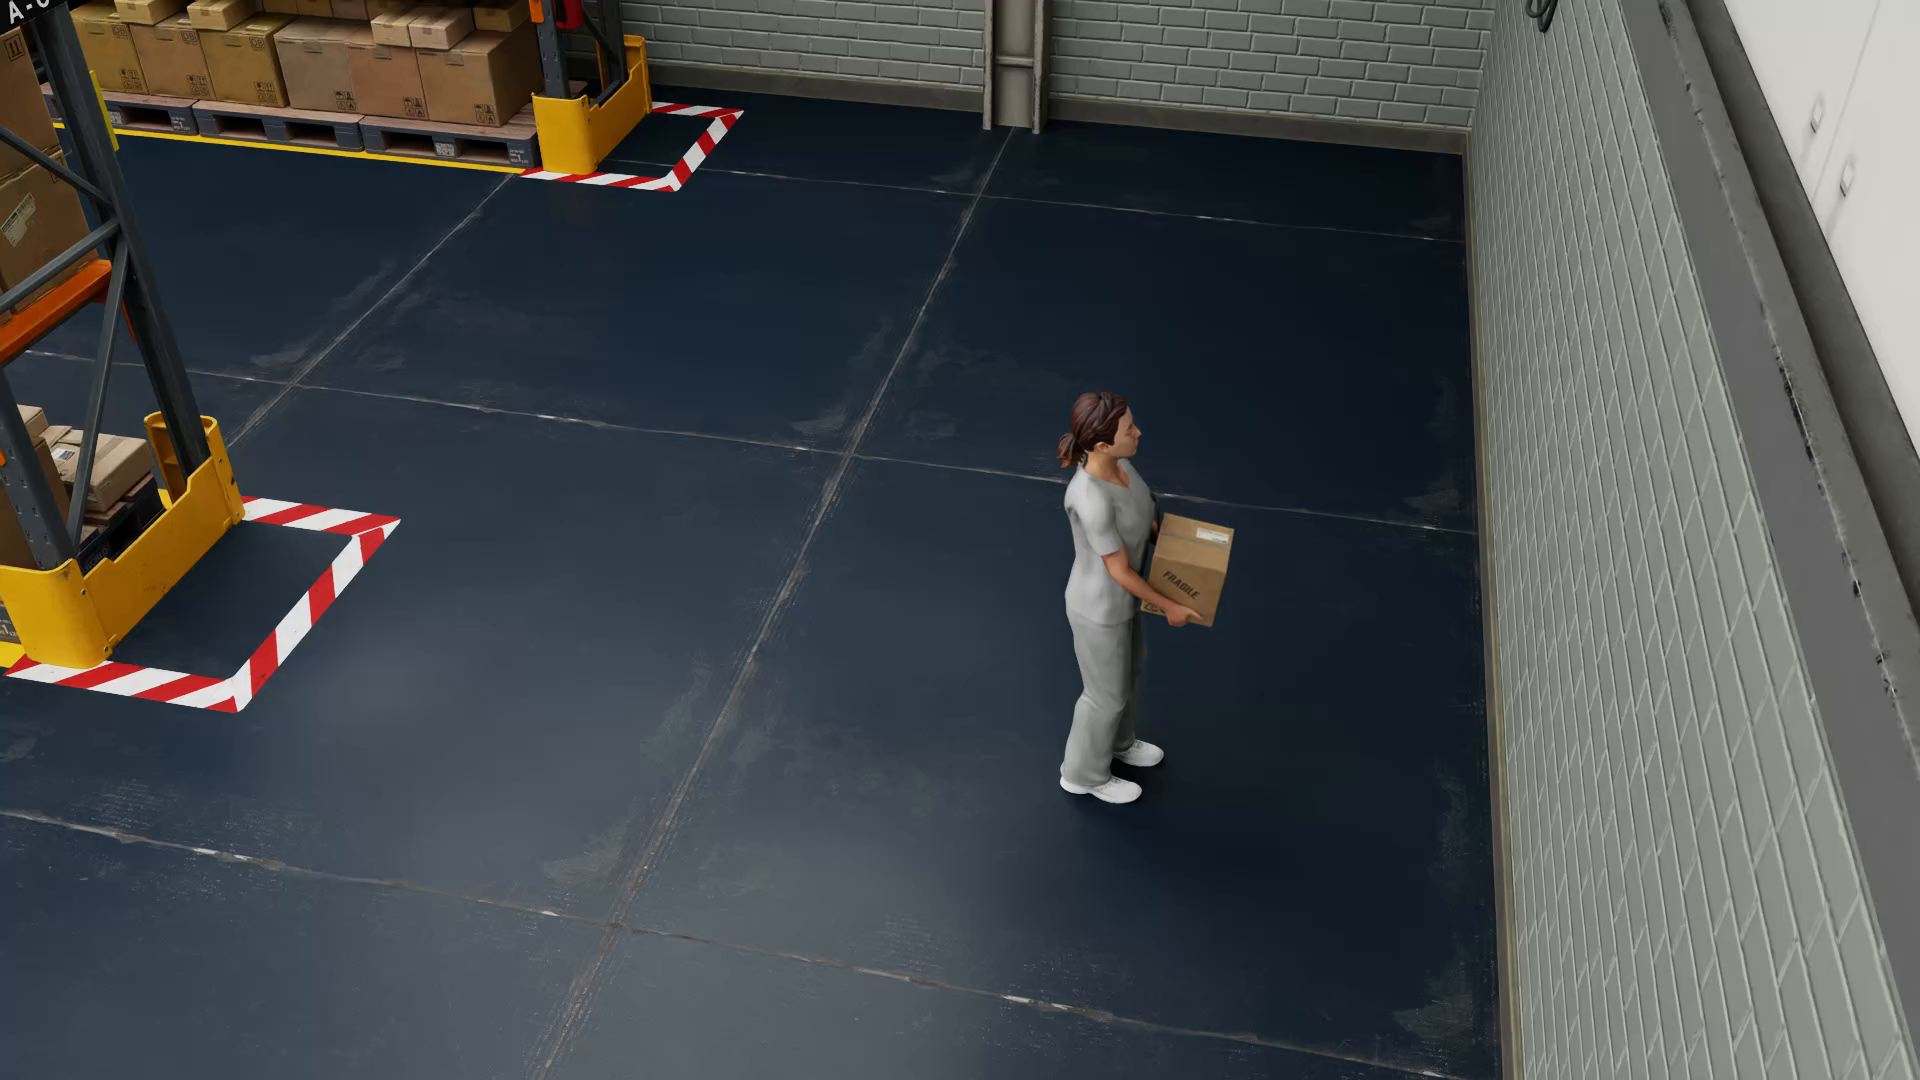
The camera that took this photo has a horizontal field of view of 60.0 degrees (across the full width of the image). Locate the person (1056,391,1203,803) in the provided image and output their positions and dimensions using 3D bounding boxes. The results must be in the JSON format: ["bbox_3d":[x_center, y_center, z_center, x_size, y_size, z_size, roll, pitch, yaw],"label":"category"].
[{"bbox_3d":[0.589,0.220,5.866,0.558,1.664,0.436,8,37,11],"label":"person"}]
